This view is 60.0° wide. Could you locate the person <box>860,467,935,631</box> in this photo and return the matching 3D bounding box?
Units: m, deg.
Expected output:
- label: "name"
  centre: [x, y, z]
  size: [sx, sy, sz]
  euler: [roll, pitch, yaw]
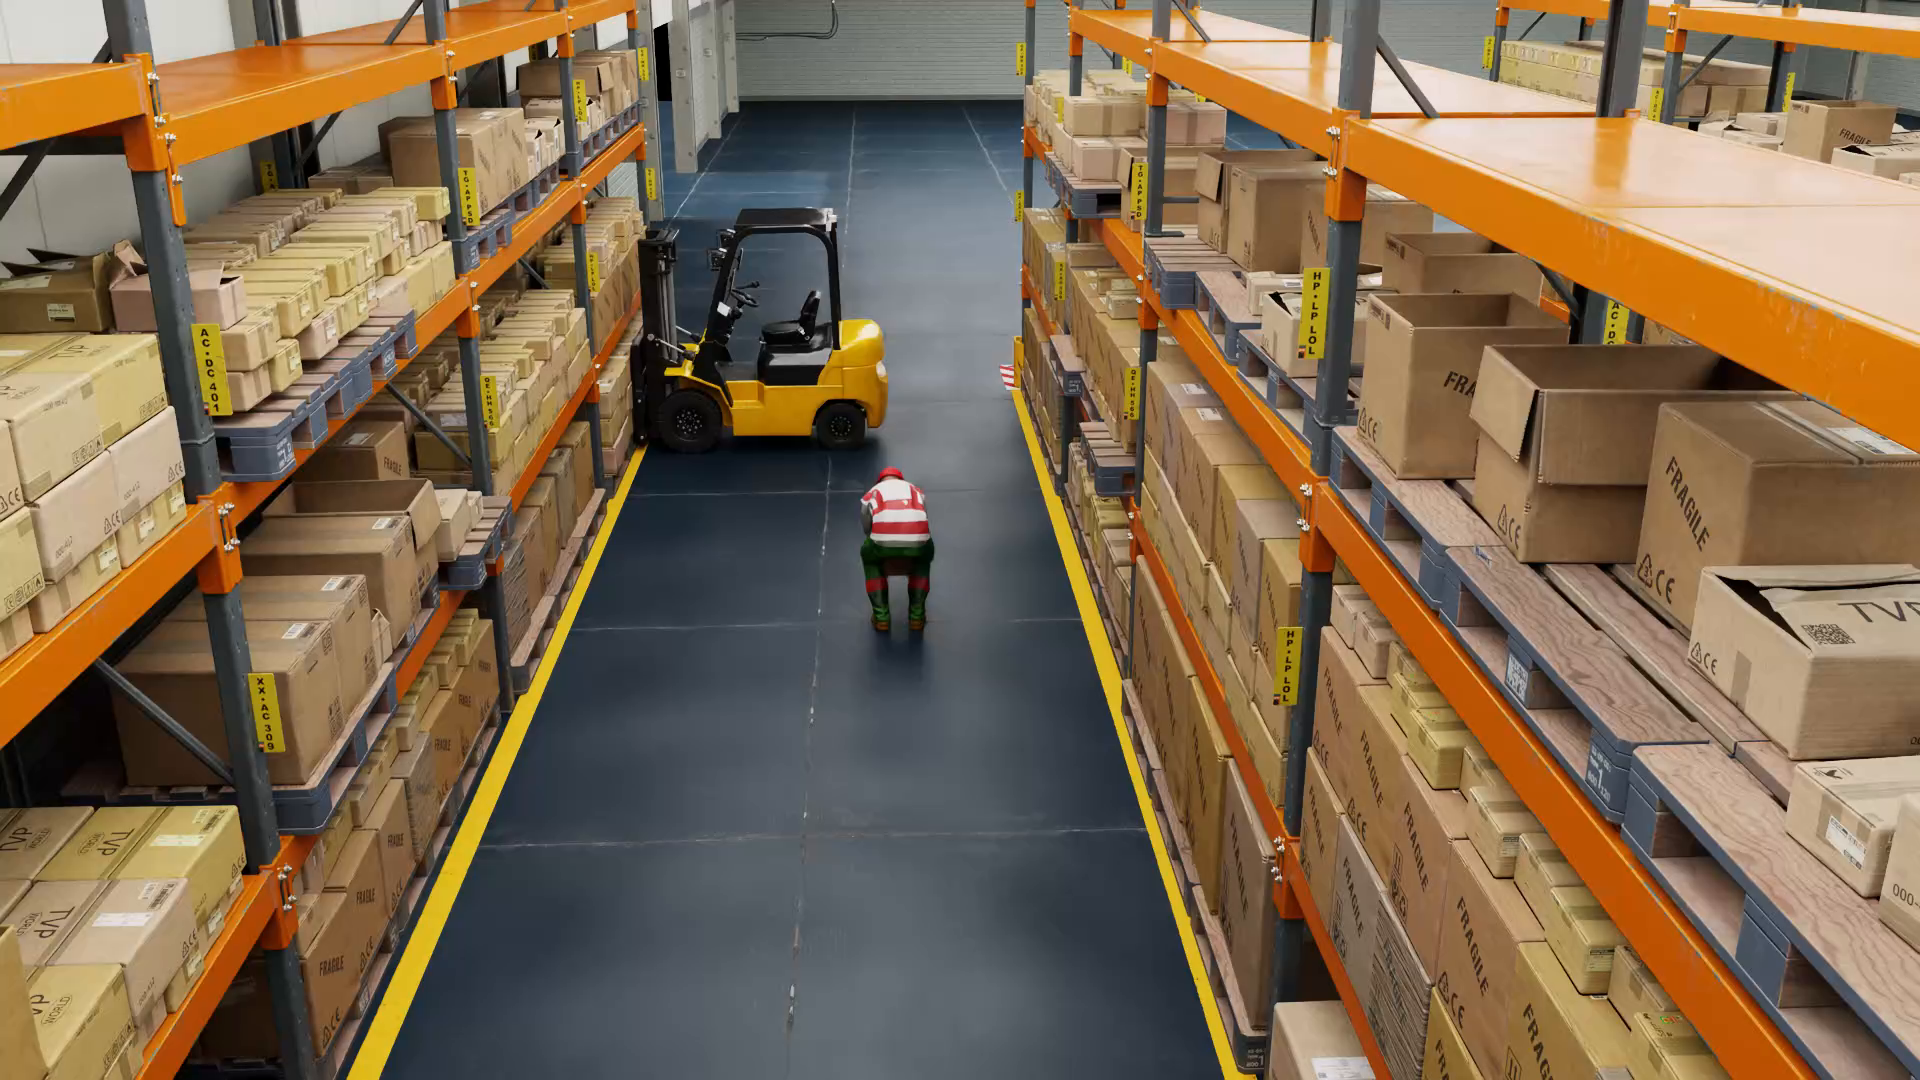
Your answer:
- label: "person"
  centre: [-0.458, 0.071, 11.973]
  size: [0.533, 1.011, 0.958]
  euler: [-2, 20, -6]
